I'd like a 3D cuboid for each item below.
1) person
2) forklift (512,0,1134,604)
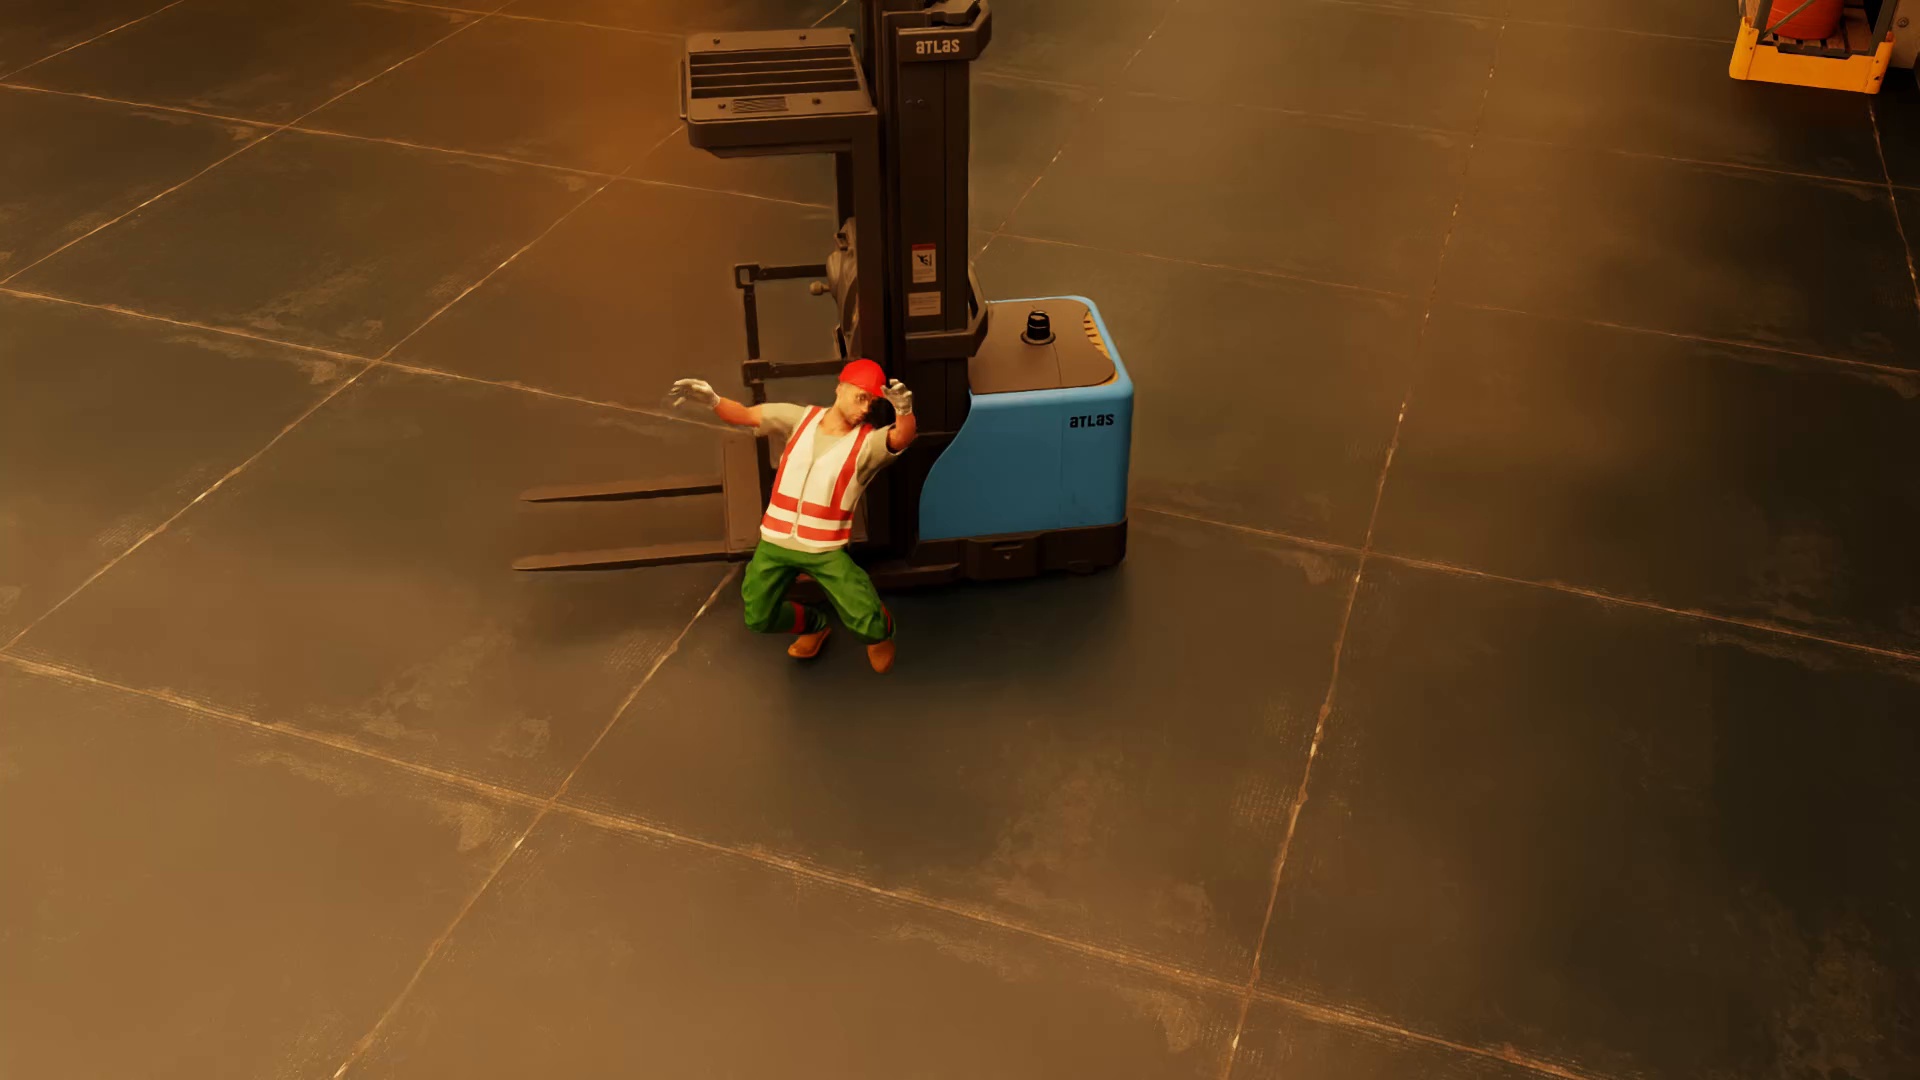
[{"bbox_3d":[-0.641,-0.137,7.375,1.013,1.658,0.738,10,37,14],"label":"person"},{"bbox_3d":[-0.721,-1.193,7.793,3.031,2.935,1.130,-5,36,-7],"label":"forklift"}]
